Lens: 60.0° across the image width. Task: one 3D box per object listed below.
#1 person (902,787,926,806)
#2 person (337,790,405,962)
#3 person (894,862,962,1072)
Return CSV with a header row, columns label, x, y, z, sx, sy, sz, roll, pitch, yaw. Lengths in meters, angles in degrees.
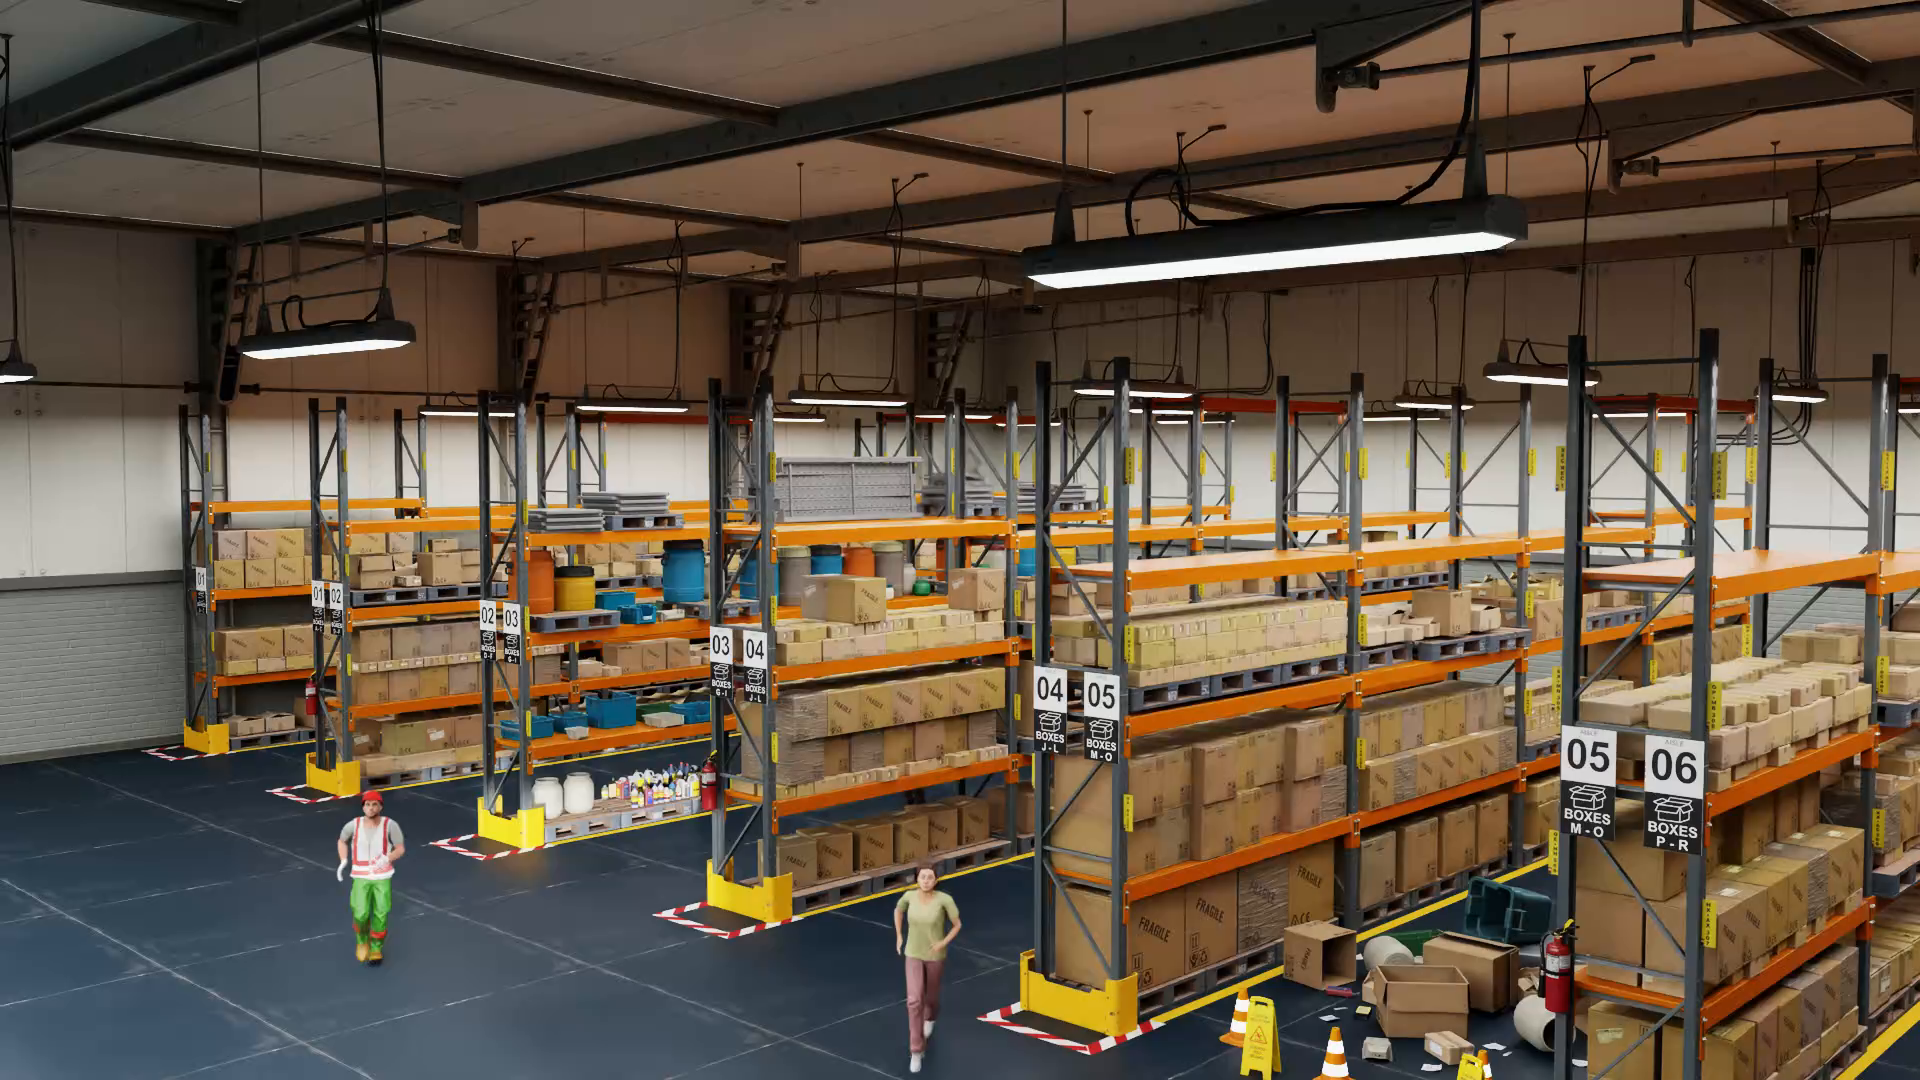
label,x,y,z,sx,sy,sz,roll,pitch,yaw
person,-0.689,3.072,23.617,0.667,1.686,0.600,2,4,36
person,-5.905,3.390,16.677,0.649,1.742,0.642,-1,3,-18
person,-0.282,3.584,14.266,0.594,1.684,0.911,0,3,3
